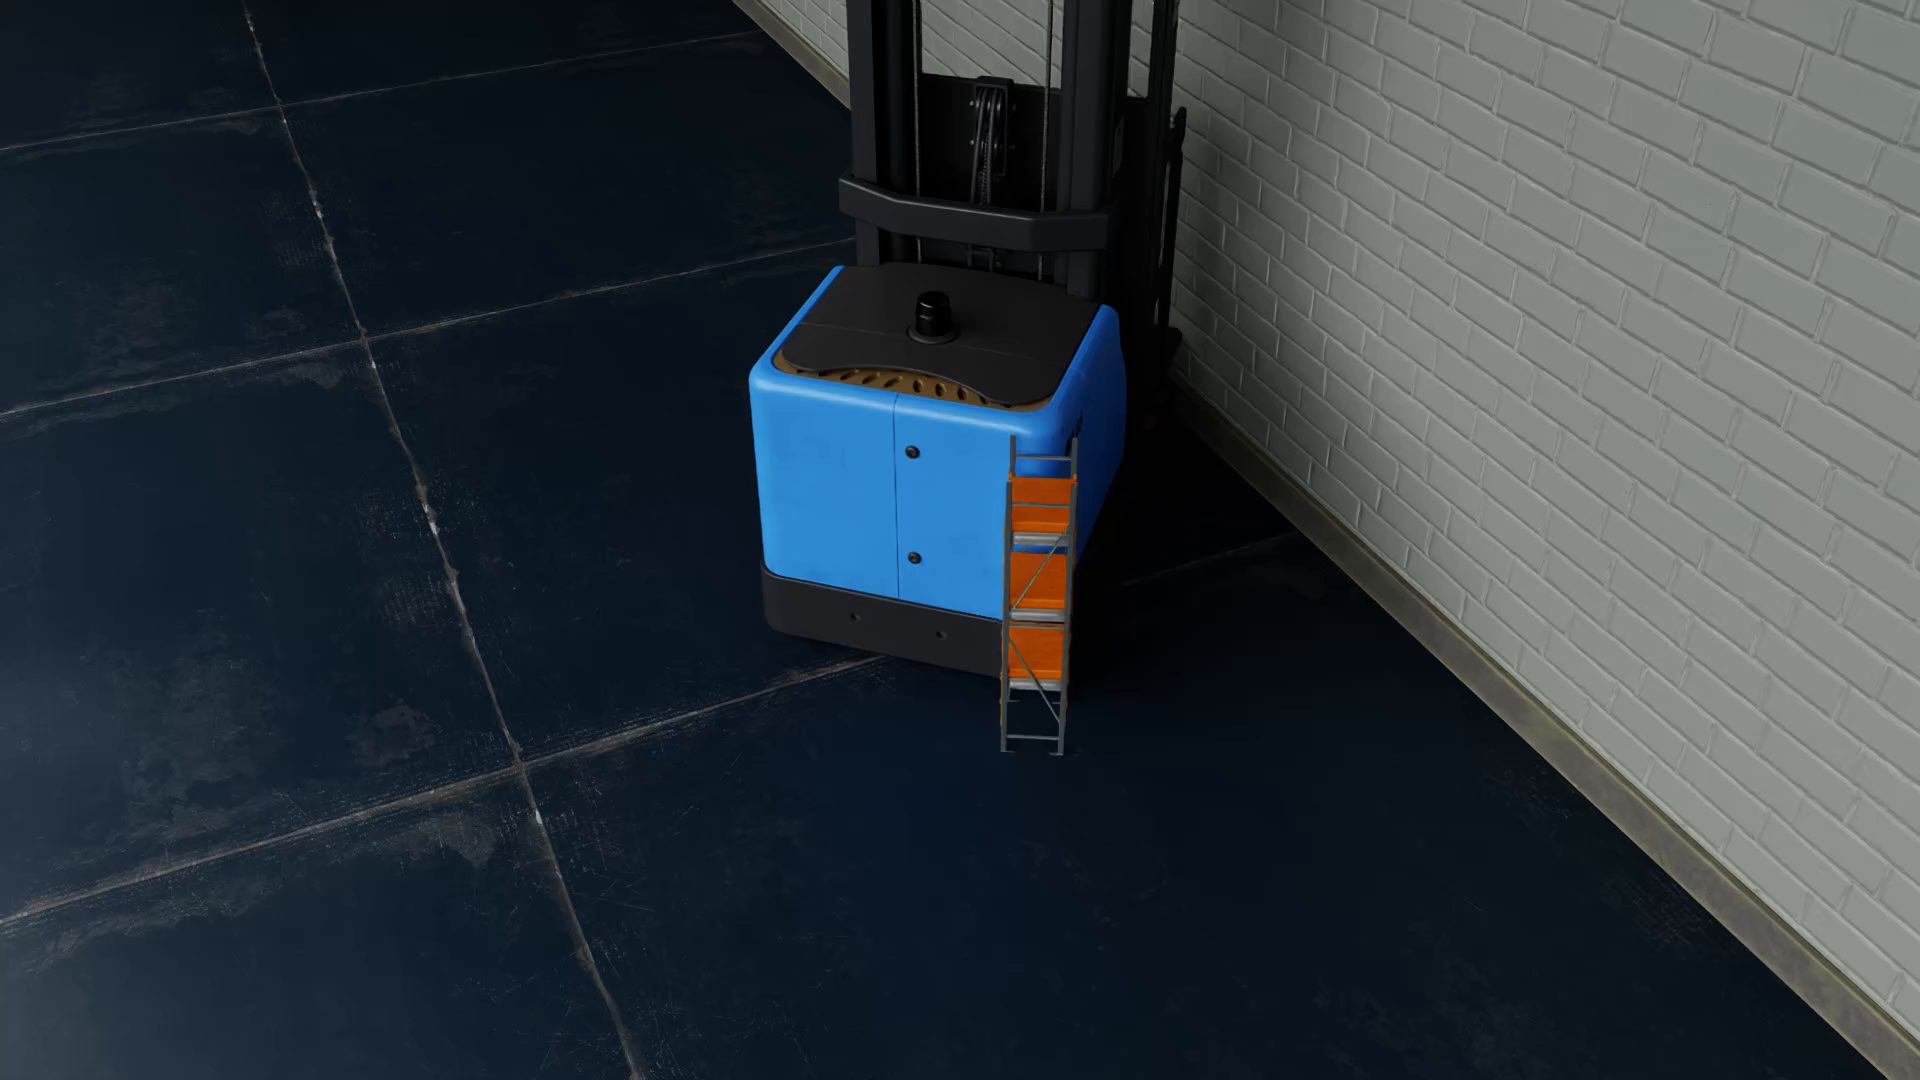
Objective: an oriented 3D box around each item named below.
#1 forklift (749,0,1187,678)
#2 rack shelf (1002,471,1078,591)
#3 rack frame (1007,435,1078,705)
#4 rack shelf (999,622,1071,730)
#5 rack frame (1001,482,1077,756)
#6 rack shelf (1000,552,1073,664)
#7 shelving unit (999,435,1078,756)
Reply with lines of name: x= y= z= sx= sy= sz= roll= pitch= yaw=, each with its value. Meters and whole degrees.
forklift: x=0.255 y=-1.584 z=5.926 sx=1.130 sy=2.935 sz=3.031 roll=11 pitch=38 yaw=14
rack shelf: x=0.239 y=-0.029 z=4.949 sx=0.215 sy=0.259 sz=0.240 roll=2 pitch=37 yaw=3
rack frame: x=0.248 y=0.118 z=5.209 sx=0.200 sy=1.050 sz=0.008 roll=2 pitch=37 yaw=3
rack shelf: x=0.239 y=0.422 z=5.284 sx=0.215 sy=0.259 sz=0.240 roll=2 pitch=37 yaw=3
rack frame: x=0.230 y=0.263 z=5.014 sx=0.200 sy=1.050 sz=0.008 roll=2 pitch=37 yaw=3
rack shelf: x=0.239 y=0.199 z=5.118 sx=0.215 sy=0.259 sz=0.240 roll=2 pitch=37 yaw=3
shelving unit: x=0.239 y=0.191 z=5.112 sx=0.215 sy=1.050 sz=0.252 roll=2 pitch=37 yaw=3
